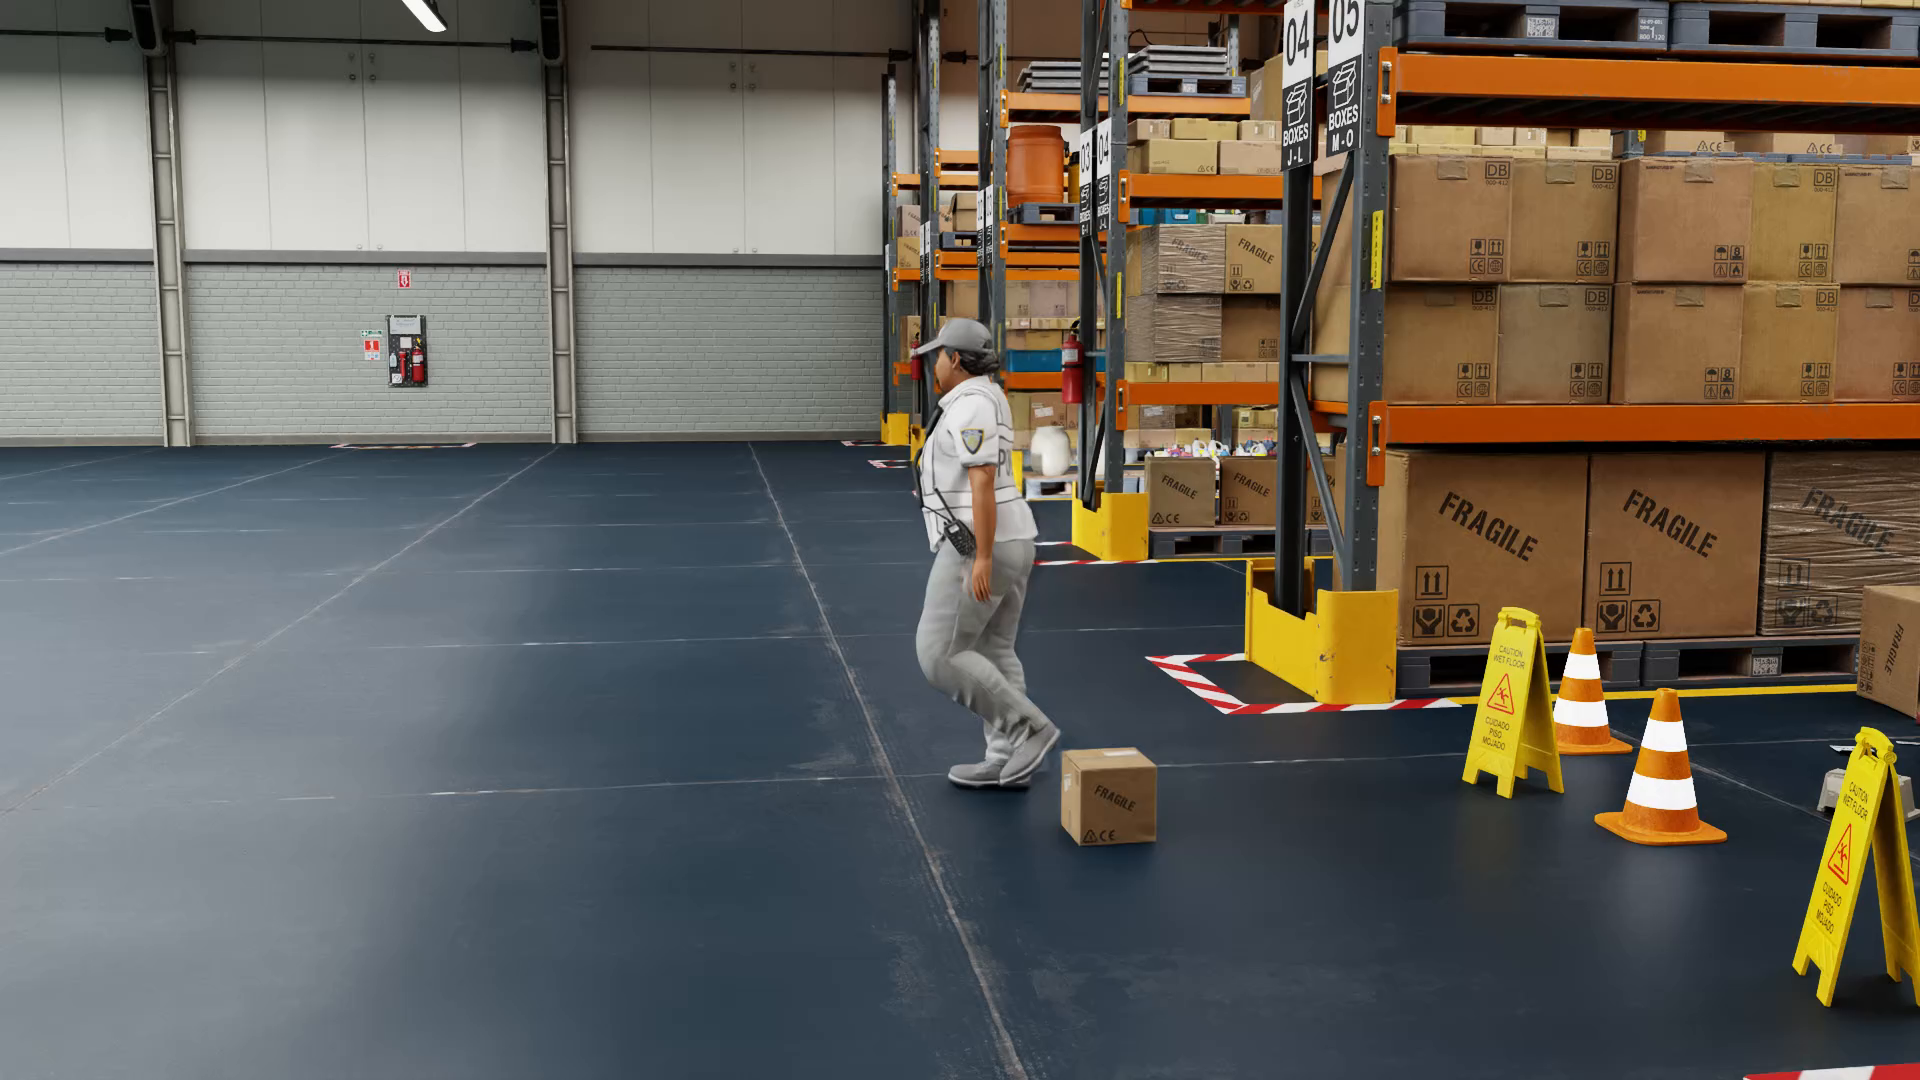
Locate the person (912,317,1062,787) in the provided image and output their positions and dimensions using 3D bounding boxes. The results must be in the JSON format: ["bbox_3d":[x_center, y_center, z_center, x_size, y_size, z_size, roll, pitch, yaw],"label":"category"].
[{"bbox_3d":[0.093,0.055,5.803,0.544,1.654,0.570,1,7,12],"label":"person"}]
